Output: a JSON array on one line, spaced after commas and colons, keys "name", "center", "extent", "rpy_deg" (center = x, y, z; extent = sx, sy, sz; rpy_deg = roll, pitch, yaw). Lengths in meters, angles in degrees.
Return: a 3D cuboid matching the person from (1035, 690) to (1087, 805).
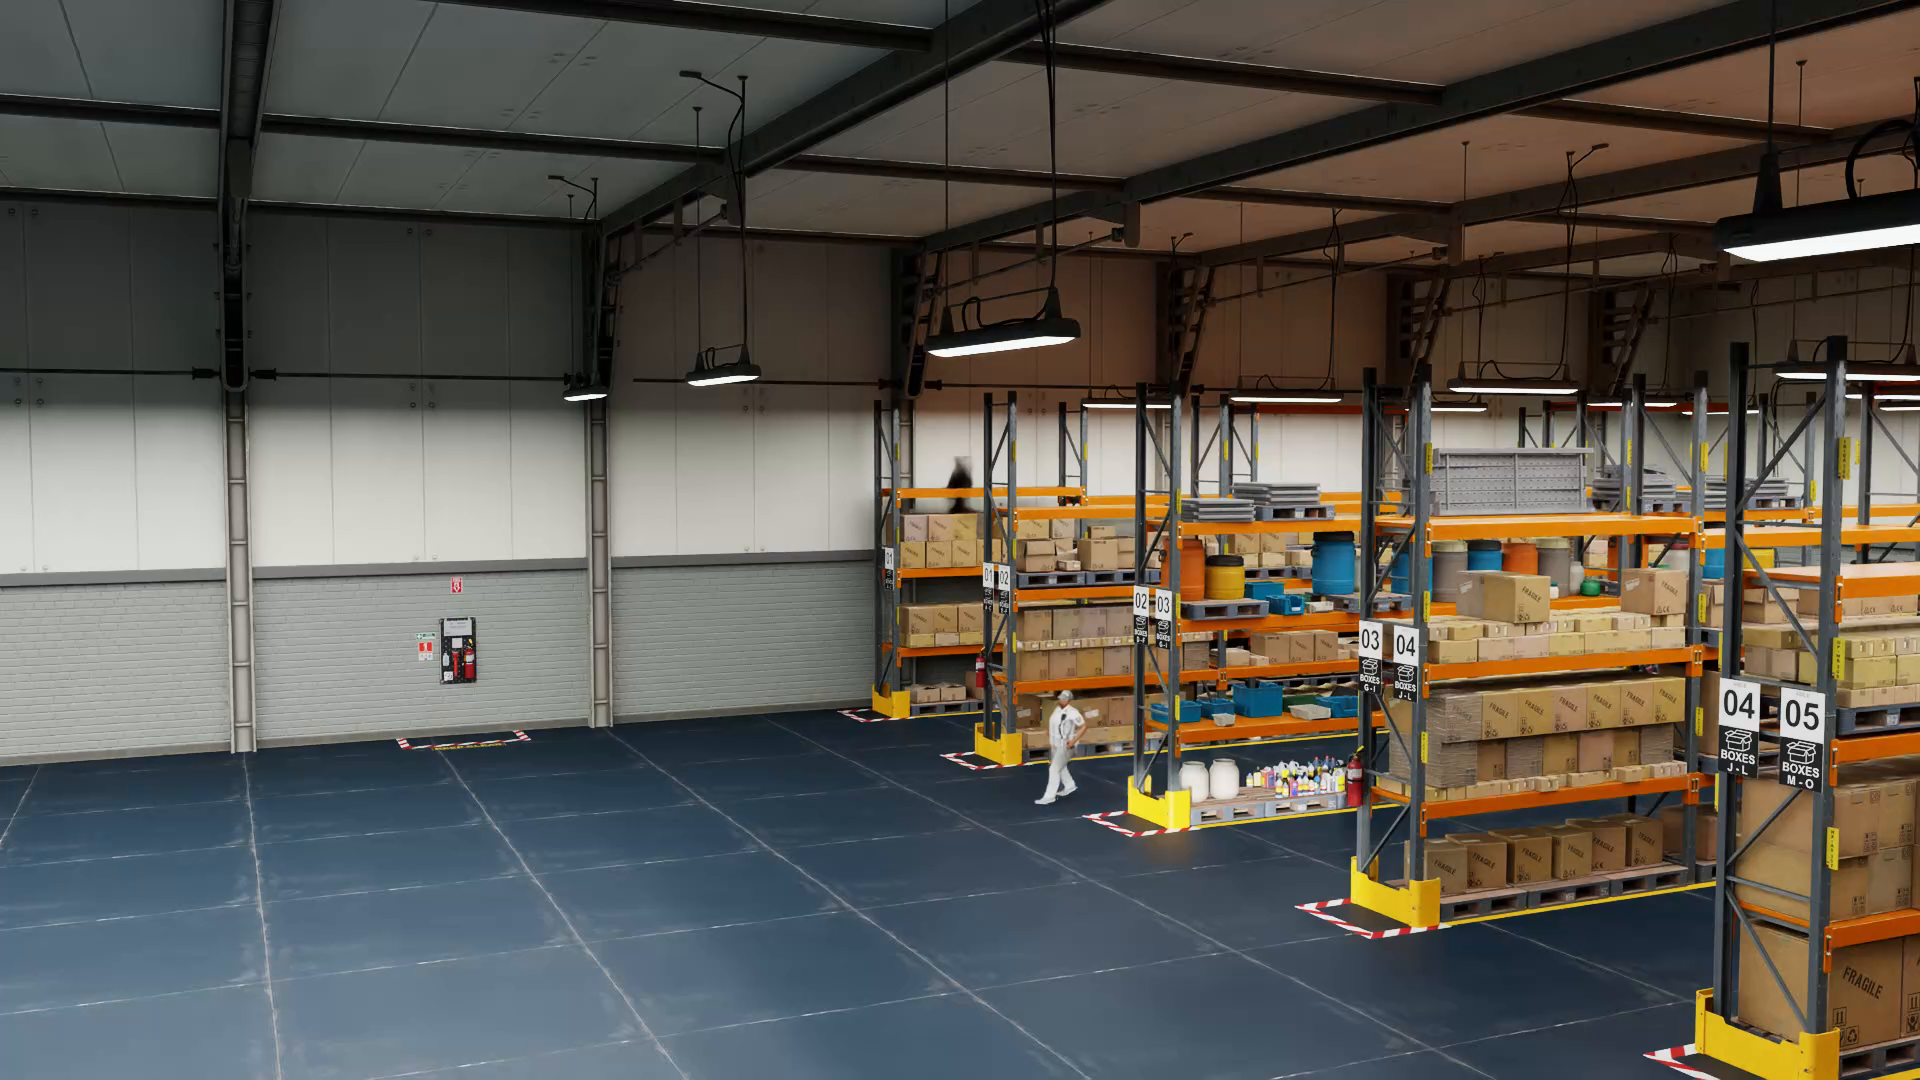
[{"name": "person", "center": [1.481, 2.949, 23.770], "extent": [0.782, 1.646, 0.678], "rpy_deg": [-2, 4, -33]}]
